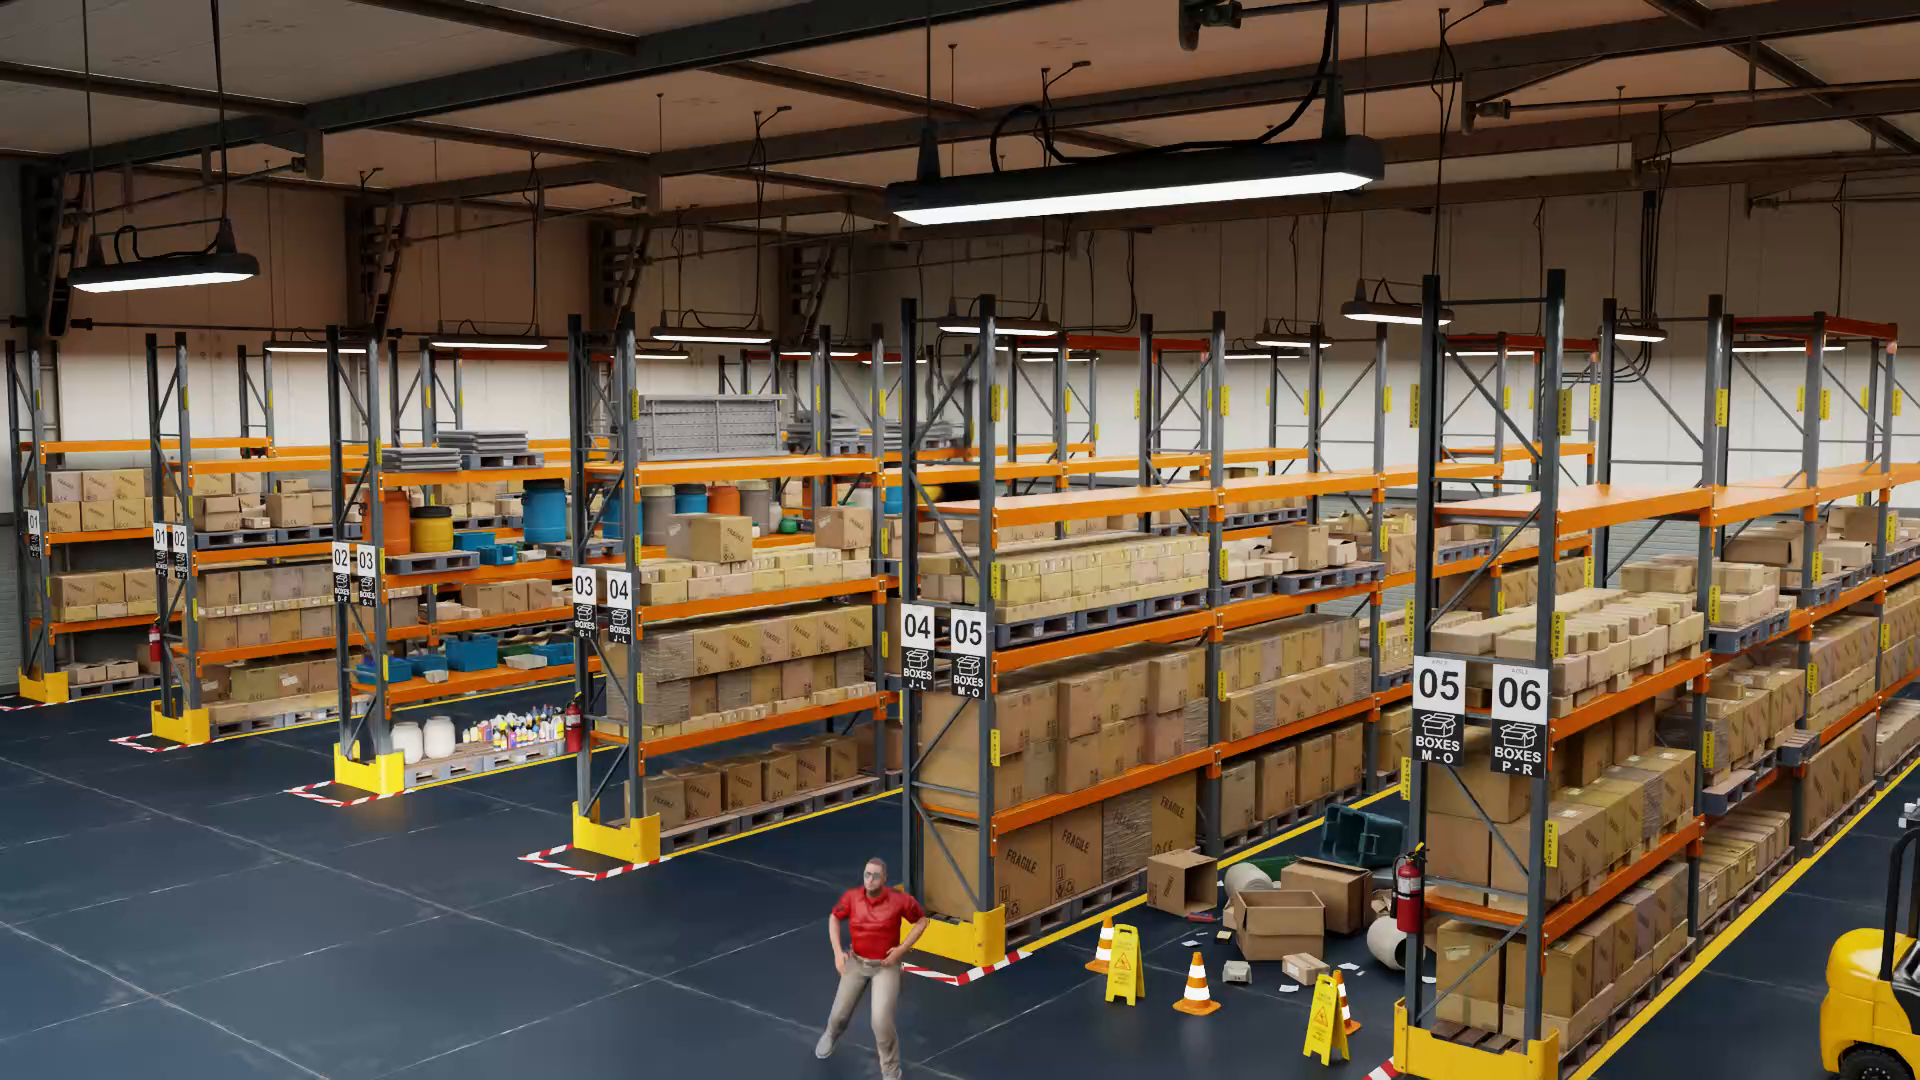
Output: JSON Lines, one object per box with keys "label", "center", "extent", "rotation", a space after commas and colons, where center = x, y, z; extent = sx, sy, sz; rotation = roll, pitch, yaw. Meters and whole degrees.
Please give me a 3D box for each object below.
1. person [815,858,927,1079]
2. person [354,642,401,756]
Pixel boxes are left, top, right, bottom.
{"label": "person", "center": [-0.694, 3.226, 12.501], "extent": [0.897, 1.737, 0.735], "rotation": [1, 5, 9]}
{"label": "person", "center": [-8.204, 2.236, 23.665], "extent": [0.565, 1.612, 0.894], "rotation": [4, 6, 36]}
